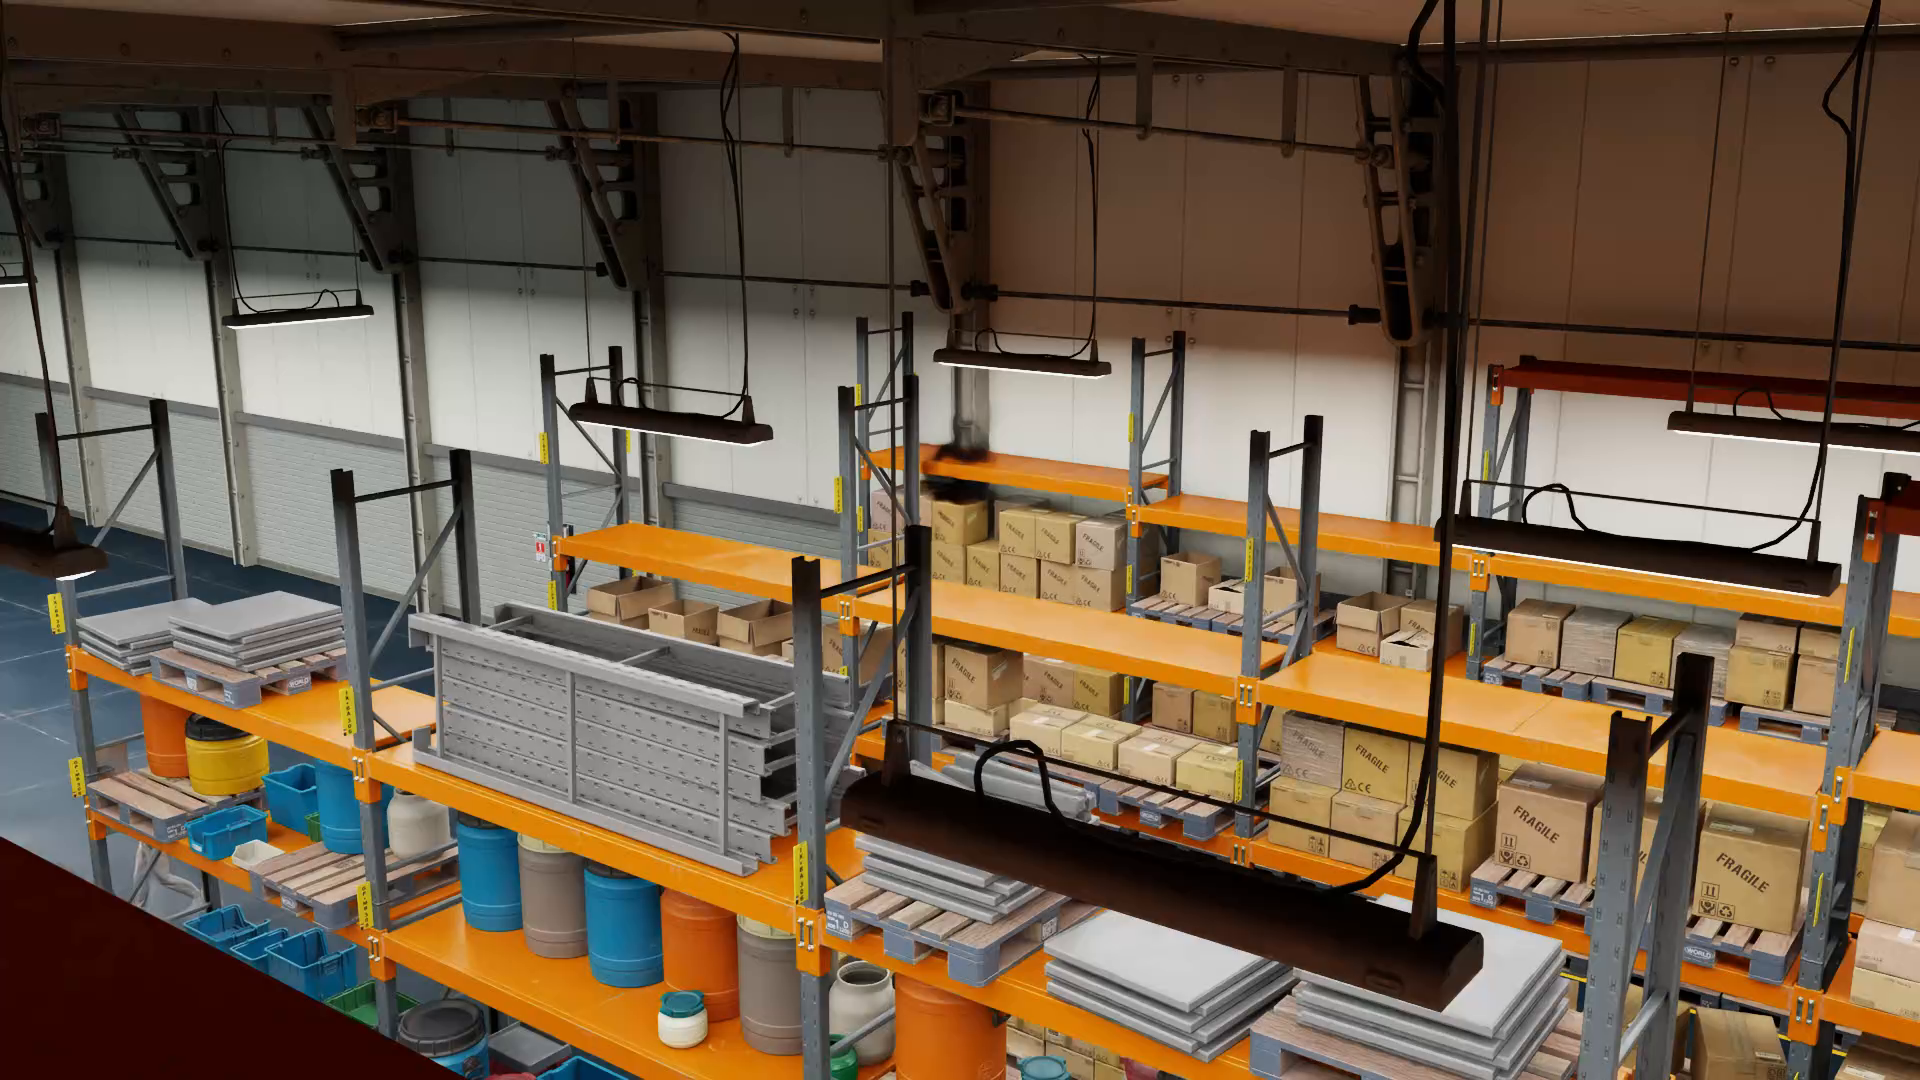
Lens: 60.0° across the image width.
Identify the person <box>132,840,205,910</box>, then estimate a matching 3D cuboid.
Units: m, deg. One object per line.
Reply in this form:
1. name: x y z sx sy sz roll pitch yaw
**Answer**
1. person: -8.496 3.221 17.542 0.936 1.686 0.610 -6 14 -25
